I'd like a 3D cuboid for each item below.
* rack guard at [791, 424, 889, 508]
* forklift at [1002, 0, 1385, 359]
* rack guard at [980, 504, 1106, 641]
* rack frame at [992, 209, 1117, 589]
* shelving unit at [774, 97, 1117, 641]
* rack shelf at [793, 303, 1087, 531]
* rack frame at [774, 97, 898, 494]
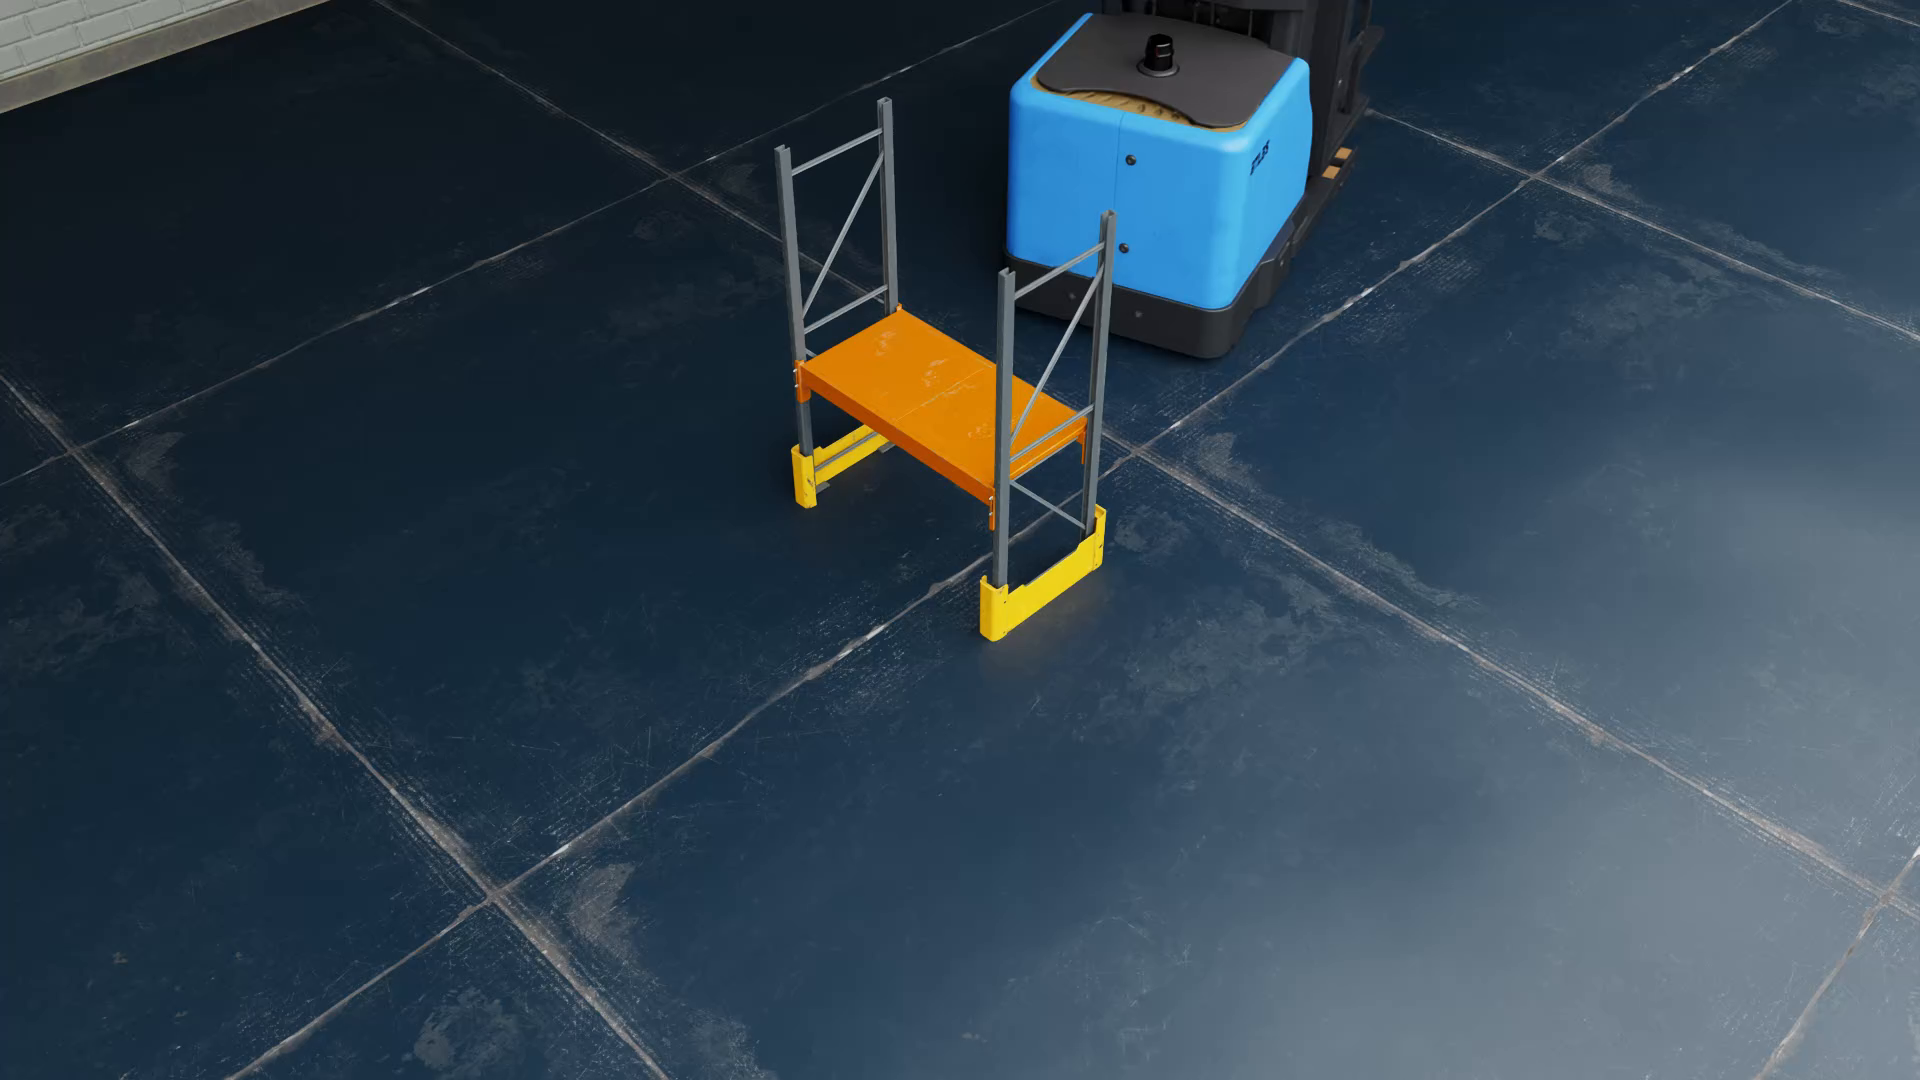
[{"bbox_3d":[-0.406,-0.368,6.464,0.587,0.250,0.087,-34,53,-31],"label":"rack guard"},{"bbox_3d":[1.292,-2.836,7.160,1.130,2.935,3.031,19,46,19],"label":"forklift"},{"bbox_3d":[0.298,0.111,5.946,0.587,0.250,0.087,-34,53,-31],"label":"rack guard"},{"bbox_3d":[0.299,-0.348,5.521,0.500,1.500,0.032,-34,53,-31],"label":"rack frame"},{"bbox_3d":[-0.054,-0.587,5.781,0.587,1.500,1.083,-34,53,-31],"label":"shelving unit"},{"bbox_3d":[-0.060,-0.460,5.907,0.538,0.185,1.000,-34,53,-31],"label":"rack shelf"},{"bbox_3d":[-0.419,-0.836,6.050,0.500,1.500,0.032,-34,53,-31],"label":"rack frame"}]
